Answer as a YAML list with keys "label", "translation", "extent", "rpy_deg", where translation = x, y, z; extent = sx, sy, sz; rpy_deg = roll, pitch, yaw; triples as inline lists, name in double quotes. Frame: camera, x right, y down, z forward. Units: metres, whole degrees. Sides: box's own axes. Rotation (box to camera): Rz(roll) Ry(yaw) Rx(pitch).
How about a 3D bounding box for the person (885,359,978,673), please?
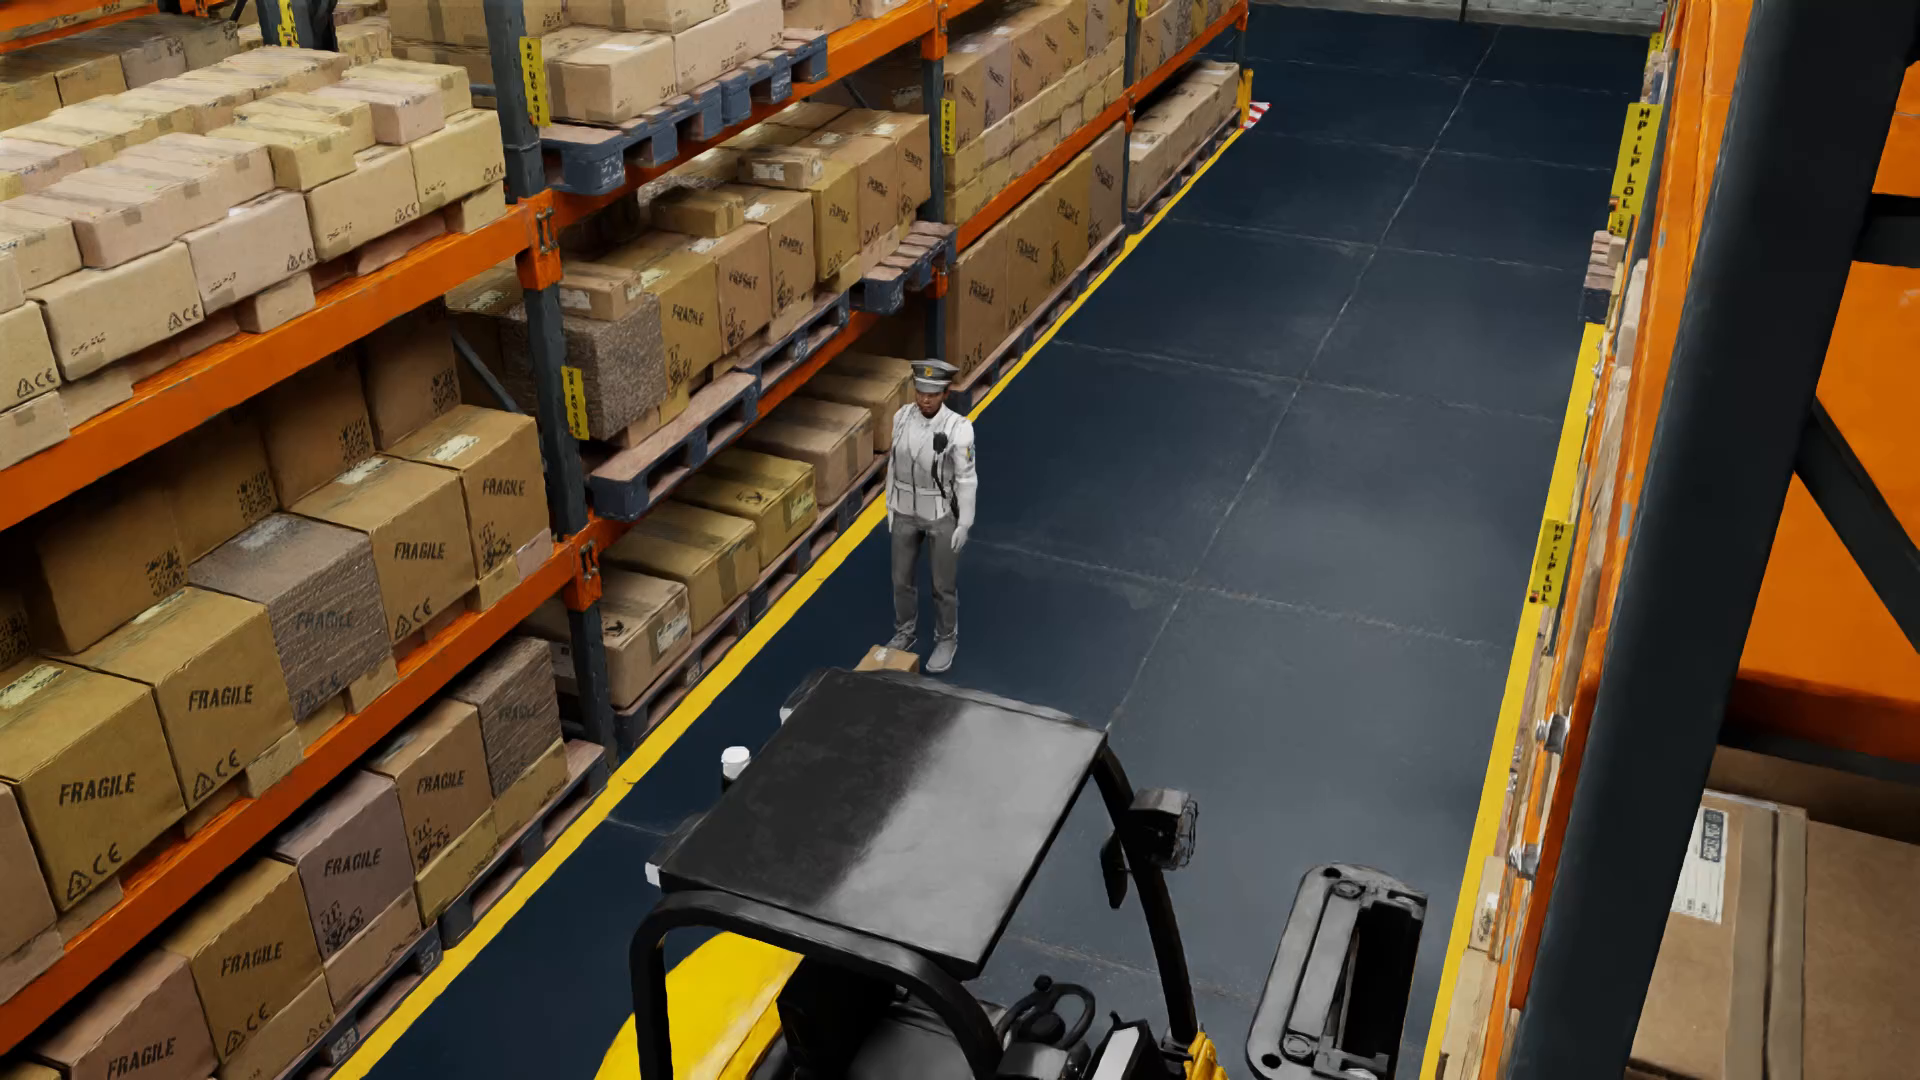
- label: "person"
  translation: [-0.155, -0.123, 8.317]
  extent: [0.489, 1.689, 0.374]
  rpy_deg: [13, 32, 22]
